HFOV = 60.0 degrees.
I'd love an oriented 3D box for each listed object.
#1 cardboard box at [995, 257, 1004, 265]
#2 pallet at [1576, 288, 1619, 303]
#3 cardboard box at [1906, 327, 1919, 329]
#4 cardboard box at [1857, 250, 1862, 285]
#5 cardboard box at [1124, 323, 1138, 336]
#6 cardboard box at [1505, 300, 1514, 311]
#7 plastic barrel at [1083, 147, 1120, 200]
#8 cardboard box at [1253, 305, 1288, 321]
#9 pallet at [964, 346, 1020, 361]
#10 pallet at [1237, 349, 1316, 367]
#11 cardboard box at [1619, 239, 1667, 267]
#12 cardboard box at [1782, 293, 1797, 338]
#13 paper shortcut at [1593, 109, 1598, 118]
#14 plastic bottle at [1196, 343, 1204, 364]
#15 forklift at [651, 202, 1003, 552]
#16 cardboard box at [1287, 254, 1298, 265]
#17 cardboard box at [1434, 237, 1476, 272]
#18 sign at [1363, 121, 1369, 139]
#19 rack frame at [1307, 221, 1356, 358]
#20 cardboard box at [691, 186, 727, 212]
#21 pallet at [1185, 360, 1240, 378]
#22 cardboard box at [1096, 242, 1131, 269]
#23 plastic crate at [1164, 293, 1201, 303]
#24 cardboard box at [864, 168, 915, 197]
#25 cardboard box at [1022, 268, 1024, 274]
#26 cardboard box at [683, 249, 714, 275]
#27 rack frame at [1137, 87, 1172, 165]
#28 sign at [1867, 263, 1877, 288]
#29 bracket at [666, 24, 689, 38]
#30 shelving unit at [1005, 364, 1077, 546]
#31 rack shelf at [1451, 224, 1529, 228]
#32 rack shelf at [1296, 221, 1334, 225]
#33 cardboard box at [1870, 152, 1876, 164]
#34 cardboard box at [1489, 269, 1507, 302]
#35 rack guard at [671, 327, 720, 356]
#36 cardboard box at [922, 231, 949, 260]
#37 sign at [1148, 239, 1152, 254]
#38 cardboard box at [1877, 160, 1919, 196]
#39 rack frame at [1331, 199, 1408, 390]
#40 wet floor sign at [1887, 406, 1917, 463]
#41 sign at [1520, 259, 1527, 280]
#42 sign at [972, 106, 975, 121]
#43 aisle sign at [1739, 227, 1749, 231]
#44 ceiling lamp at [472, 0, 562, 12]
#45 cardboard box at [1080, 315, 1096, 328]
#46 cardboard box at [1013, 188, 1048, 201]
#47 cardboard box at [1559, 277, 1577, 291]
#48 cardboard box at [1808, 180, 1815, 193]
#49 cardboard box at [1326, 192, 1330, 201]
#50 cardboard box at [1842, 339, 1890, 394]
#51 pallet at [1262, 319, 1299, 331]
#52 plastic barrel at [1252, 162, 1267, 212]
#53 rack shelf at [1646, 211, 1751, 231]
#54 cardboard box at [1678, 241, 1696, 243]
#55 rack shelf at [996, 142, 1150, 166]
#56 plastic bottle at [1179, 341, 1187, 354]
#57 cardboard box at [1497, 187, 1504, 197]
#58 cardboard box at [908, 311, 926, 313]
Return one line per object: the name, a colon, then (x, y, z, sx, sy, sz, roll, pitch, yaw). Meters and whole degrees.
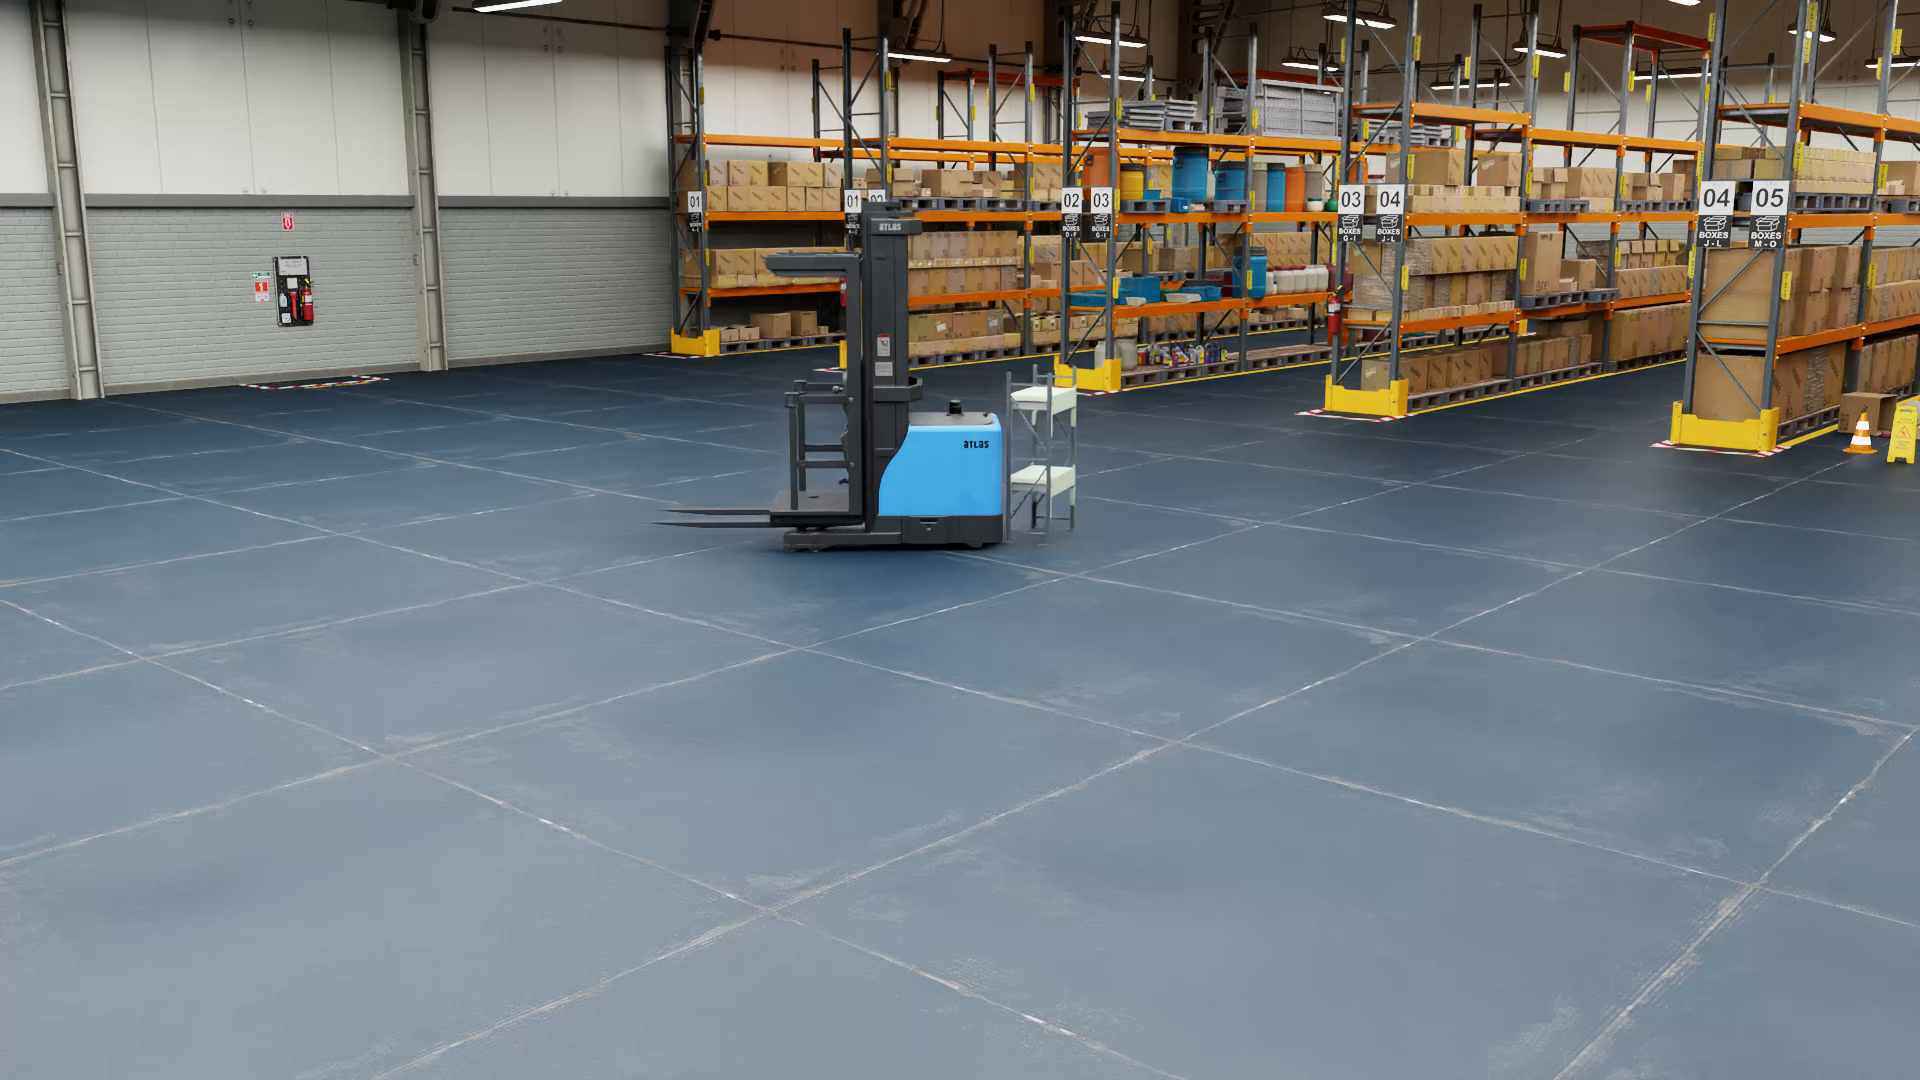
cardboard box: (0.625, -5.393, 32.143, 0.380, 0.149, 0.250, 9, 15, 39)
pallet: (10.668, -4.263, 28.887, 1.213, 0.211, 1.003, 10, 15, 40)
cardboard box: (15.690, -3.312, 27.032, 0.500, 0.250, 0.500, 10, 15, 40)
cardboard box: (12.401, -3.844, 23.492, 0.700, 0.500, 0.500, 9, 15, 39)
cardboard box: (3.456, -4.506, 35.560, 0.500, 0.250, 0.500, 10, 15, 42)
cardboard box: (8.497, -3.694, 26.191, 0.380, 0.149, 0.250, 10, 15, 40)
plastic barrel: (2.283, -5.915, 26.838, 0.600, 0.830, 0.708, 10, 15, 40)
cardboard box: (7.497, -5.614, 40.412, 0.797, 0.503, 0.637, 10, 15, 40)
pallet: (0.423, -3.690, 32.645, 1.003, 0.211, 1.213, 10, 15, 40)
pallet: (5.992, -3.461, 31.501, 1.003, 0.211, 1.213, 10, 15, 40)
cardboard box: (12.822, -5.411, 31.326, 0.797, 0.503, 0.637, 10, 15, 41)
cardboard box: (9.995, -2.860, 20.991, 0.875, 0.550, 0.550, 10, 15, 40)
paper shortcut: (11.536, -7.748, 30.173, 0.009, 0.170, 0.078, 23, -8, 37)
plastic bottle: (4.149, -3.237, 28.898, 0.144, 0.351, 0.185, 10, 15, 40)
forklift: (-1.156, -1.439, 14.434, 3.031, 2.935, 1.130, 0, 11, -1)
cardboard box: (7.804, -6.658, 40.135, 0.500, 0.500, 0.500, 9, 15, 40)
cardboard box: (7.336, -4.250, 24.766, 0.500, 0.500, 0.500, 10, 15, 40)
sign: (7.756, -7.830, 31.761, 0.100, 0.325, 0.005, 10, 15, 40)
rack frame: (7.338, -5.116, 32.668, 1.000, 3.000, 0.127, 10, 15, 40)
cardboard box: (-4.976, -6.767, 32.967, 0.500, 0.500, 0.500, 10, 15, 42)
pallet: (4.223, -3.067, 29.527, 1.003, 0.211, 1.213, 10, 15, 40)
cardboard box: (3.866, -7.425, 43.464, 0.980, 0.700, 0.700, 9, 14, 38)
plastic crate: (3.816, -4.127, 28.387, 0.530, 0.136, 0.437, 10, 15, 40)
cardboard box: (-1.278, -6.460, 30.046, 0.637, 0.503, 0.797, -11, 16, -44)
cardboard box: (1.471, -6.567, 40.522, 0.380, 0.149, 0.250, 10, 15, 42)
cardboard box: (-5.233, -5.621, 33.612, 0.500, 0.500, 0.500, 10, 15, 40)
rack frame: (5.177, -10.516, 44.386, 1.000, 3.000, 0.127, 10, 15, 40)
sign: (12.495, -3.623, 22.779, 0.100, 0.325, 0.005, 10, 15, 40)
bracket: (-5.579, -10.035, 32.788, 0.235, 0.232, 0.430, 10, 15, 40)
shelving unit: (0.721, -0.766, 14.717, 0.431, 1.500, 0.755, 4, 12, 20)
rack shelf: (11.299, -7.117, 36.864, 1.077, 0.370, 4.000, 10, 15, 40)
rack shelf: (7.581, -7.758, 40.074, 1.077, 0.370, 4.000, 10, 15, 40)
cardboard box: (12.075, -5.130, 22.356, 0.380, 0.149, 0.250, 10, 15, 40)
cardboard box: (8.075, -4.024, 26.185, 0.875, 0.500, 0.500, 10, 15, 40)
rack guard: (-5.334, -4.005, 33.489, 1.175, 0.500, 0.348, 10, 15, 40)
cardboard box: (-0.633, -5.493, 30.985, 0.700, 0.500, 0.500, 10, 15, 41)
sign: (4.039, -6.254, 35.407, 0.100, 0.325, 0.005, 10, 15, 40)
cardboard box: (13.781, -5.303, 24.360, 0.500, 0.500, 0.500, 10, 15, 40)
rack frame: (5.778, -3.299, 23.569, 1.000, 3.000, 0.127, 10, 15, 40)
wet floor sign: (10.905, -1.228, 19.211, 0.267, 0.644, 0.232, 7, 13, 31)
sign: (8.831, -4.243, 26.085, 0.100, 0.325, 0.005, 10, 15, 40)
sign: (0.310, -9.767, 38.050, 0.100, 0.325, 0.005, 10, 15, 40)
aisle sign: (16.613, -6.899, 34.959, 0.394, 0.787, 0.004, 10, 15, 40)
ceiling lamp: (-6.781, -9.498, 24.386, 2.000, 3.185, 0.800, 10, 15, 40)
cardboard box: (2.453, -4.556, 34.380, 0.500, 0.311, 0.500, 10, 15, 42)
cardboard box: (1.393, -6.861, 33.058, 0.500, 0.250, 0.500, -10, 15, -42)
cardboard box: (10.161, -4.336, 28.031, 0.396, 0.266, 0.258, 9, 15, 39)
cardboard box: (10.238, -4.329, 20.381, 0.380, 0.149, 0.250, 10, 15, 41)
cardboard box: (8.753, -8.468, 40.899, 0.500, 0.250, 0.500, 10, 15, 40)
cardboard box: (13.059, -2.578, 24.633, 1.050, 0.750, 0.750, 10, 15, 40)
pallet: (7.520, -5.259, 40.505, 1.003, 0.211, 1.213, 10, 15, 40)
plastic barrel: (5.302, -6.444, 30.375, 0.600, 0.901, 0.600, 0, 11, 0)
rack shelf: (15.019, -6.477, 33.658, 1.077, 0.370, 4.000, 10, 15, 40)
cardboard box: (15.152, -5.907, 34.334, 0.500, 0.500, 0.500, 9, 15, 39)
rack shelf: (2.300, -7.856, 33.926, 1.077, 0.370, 4.000, 10, 15, 40)
plastic bottle: (3.962, -3.361, 29.519, 0.144, 0.351, 0.185, 10, 15, 40)
cardboard box: (8.075, -5.319, 25.392, 0.380, 0.149, 0.250, 9, 14, 38)
cardboard box: (-0.881, -4.072, 31.473, 0.500, 0.500, 0.500, 10, 15, 40)
